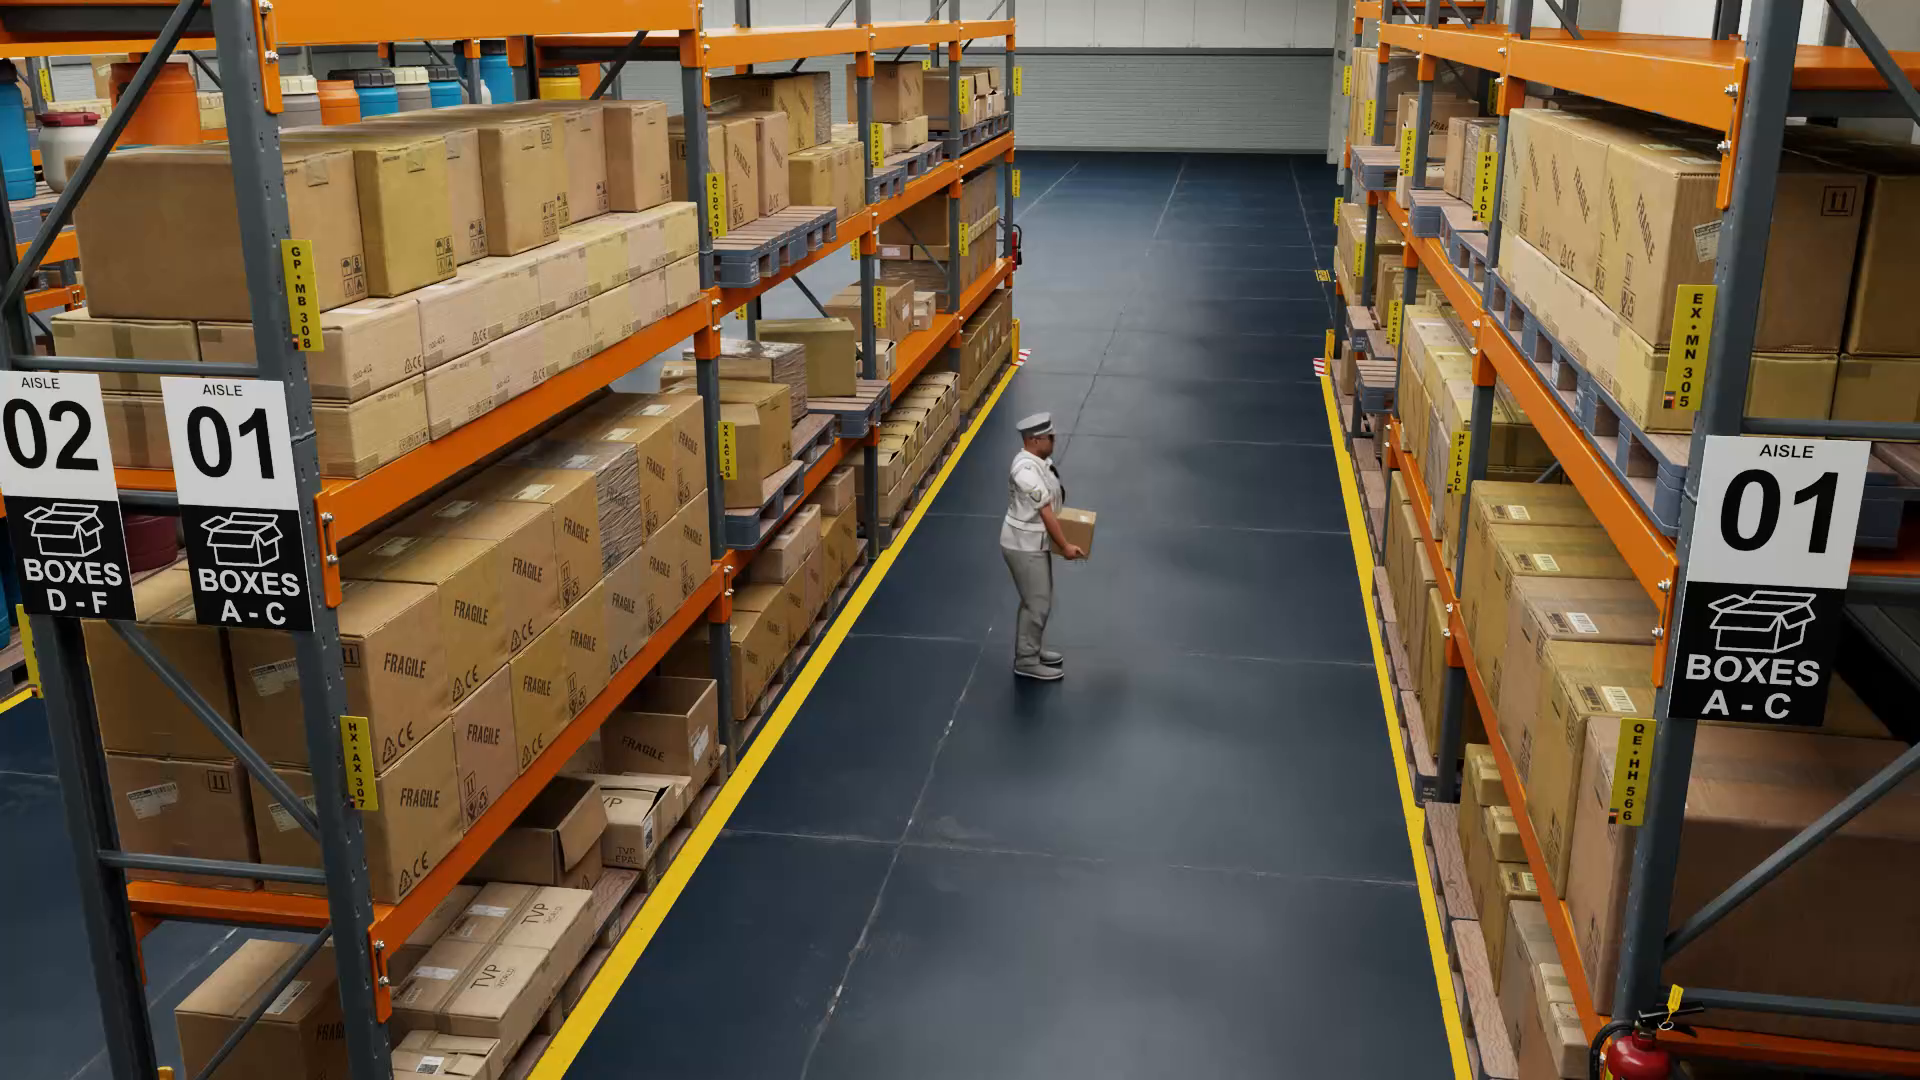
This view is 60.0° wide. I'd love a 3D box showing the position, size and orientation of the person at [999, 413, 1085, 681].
[{"bbox_3d":[0.548,0.029,10.936,0.570,1.768,0.490,3,18,8],"label":"person"}]
